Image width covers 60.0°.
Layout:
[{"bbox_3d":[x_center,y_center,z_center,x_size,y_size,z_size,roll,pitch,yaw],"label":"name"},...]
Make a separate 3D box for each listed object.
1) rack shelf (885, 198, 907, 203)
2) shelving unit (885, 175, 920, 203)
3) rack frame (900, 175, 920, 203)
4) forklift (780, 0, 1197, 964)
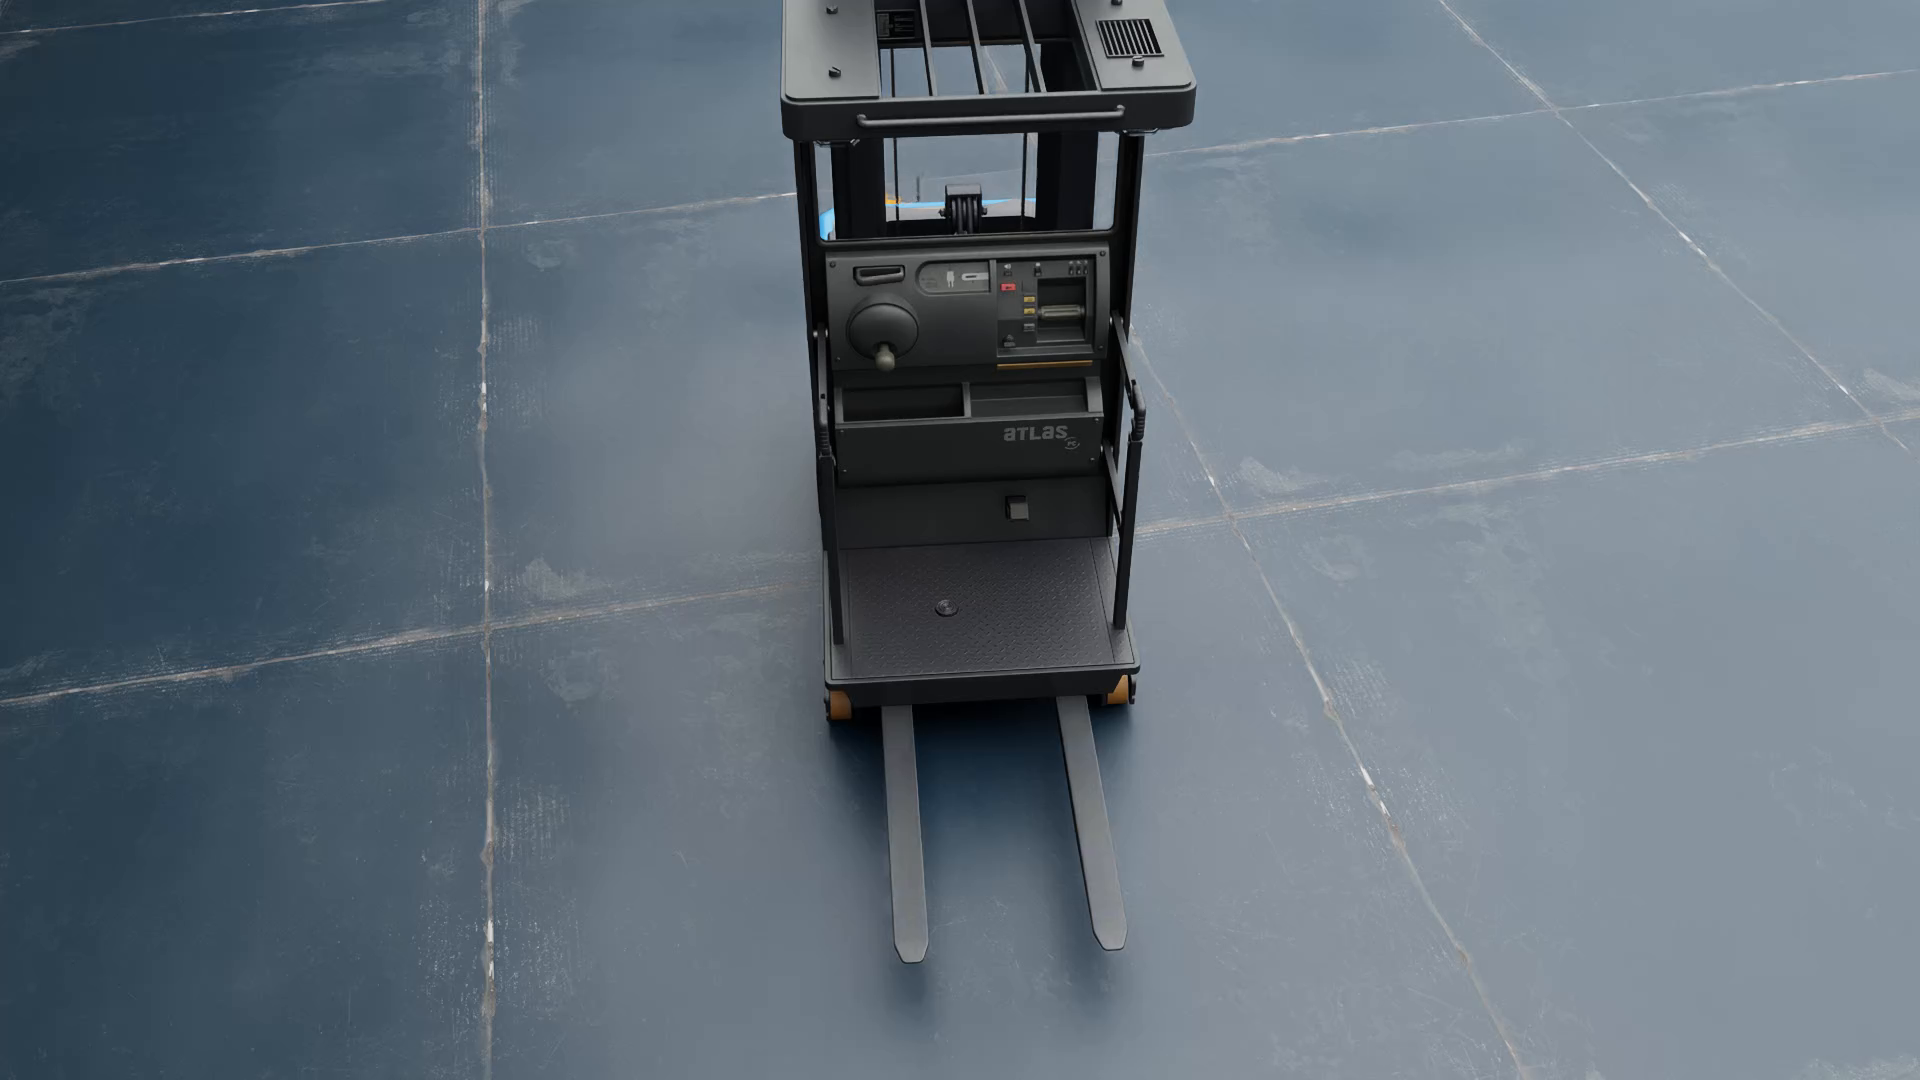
[{"bbox_3d":[-0.318,-1.285,6.995,0.240,0.259,0.215,14,43,15],"label":"rack shelf"},{"bbox_3d":[-0.318,-1.081,7.177,0.252,1.050,0.215,14,43,15],"label":"shelving unit"},{"bbox_3d":[-0.204,-1.052,7.144,0.008,1.050,0.200,14,43,15],"label":"rack frame"},{"bbox_3d":[0.047,-0.680,5.308,1.130,2.935,3.031,-3,42,-3],"label":"forklift"}]
